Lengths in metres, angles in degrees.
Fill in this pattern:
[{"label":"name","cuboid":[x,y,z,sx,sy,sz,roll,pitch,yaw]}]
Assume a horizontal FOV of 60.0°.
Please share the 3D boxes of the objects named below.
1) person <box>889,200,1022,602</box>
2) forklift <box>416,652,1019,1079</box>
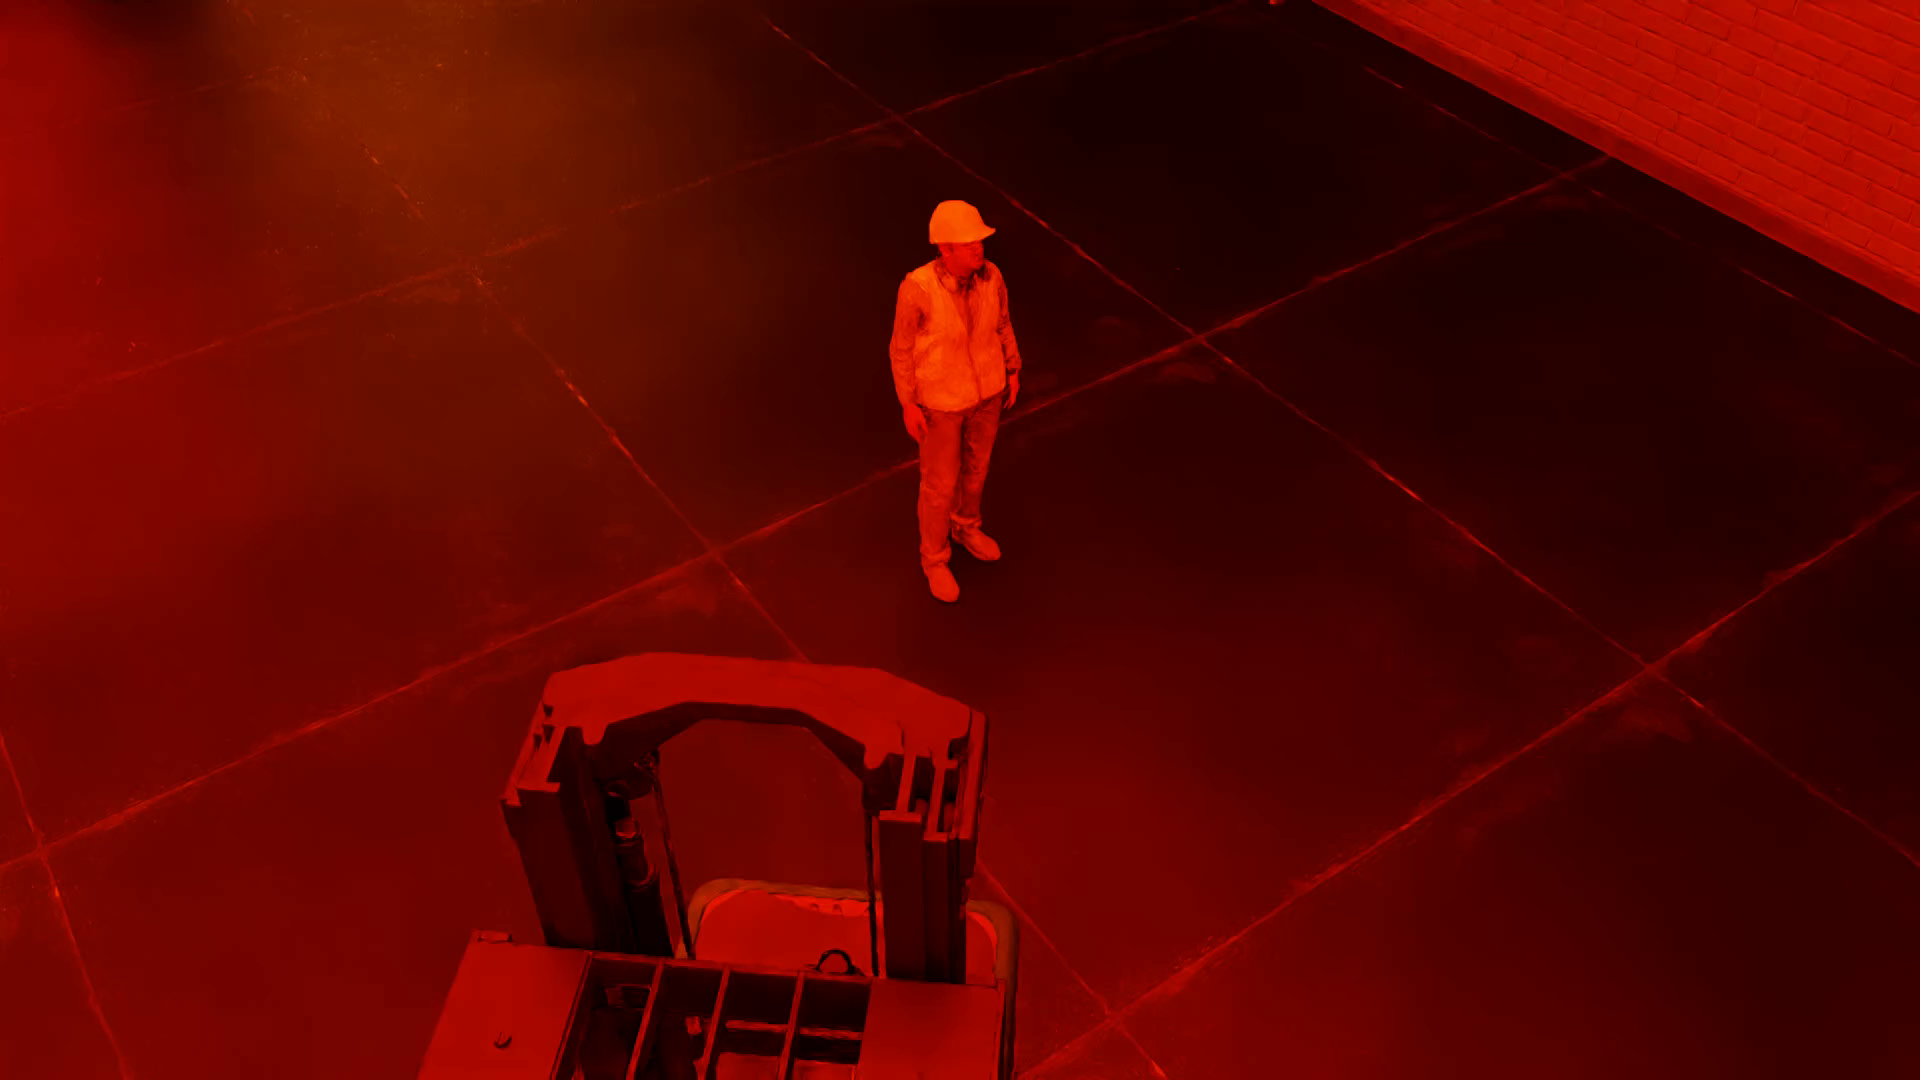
[{"label":"person","cuboid":[0.029,-0.620,7.231,0.632,1.773,0.567,-25,48,-25]},{"label":"forklift","cuboid":[-0.478,1.784,3.779,1.130,2.935,3.031,4,43,4]}]
